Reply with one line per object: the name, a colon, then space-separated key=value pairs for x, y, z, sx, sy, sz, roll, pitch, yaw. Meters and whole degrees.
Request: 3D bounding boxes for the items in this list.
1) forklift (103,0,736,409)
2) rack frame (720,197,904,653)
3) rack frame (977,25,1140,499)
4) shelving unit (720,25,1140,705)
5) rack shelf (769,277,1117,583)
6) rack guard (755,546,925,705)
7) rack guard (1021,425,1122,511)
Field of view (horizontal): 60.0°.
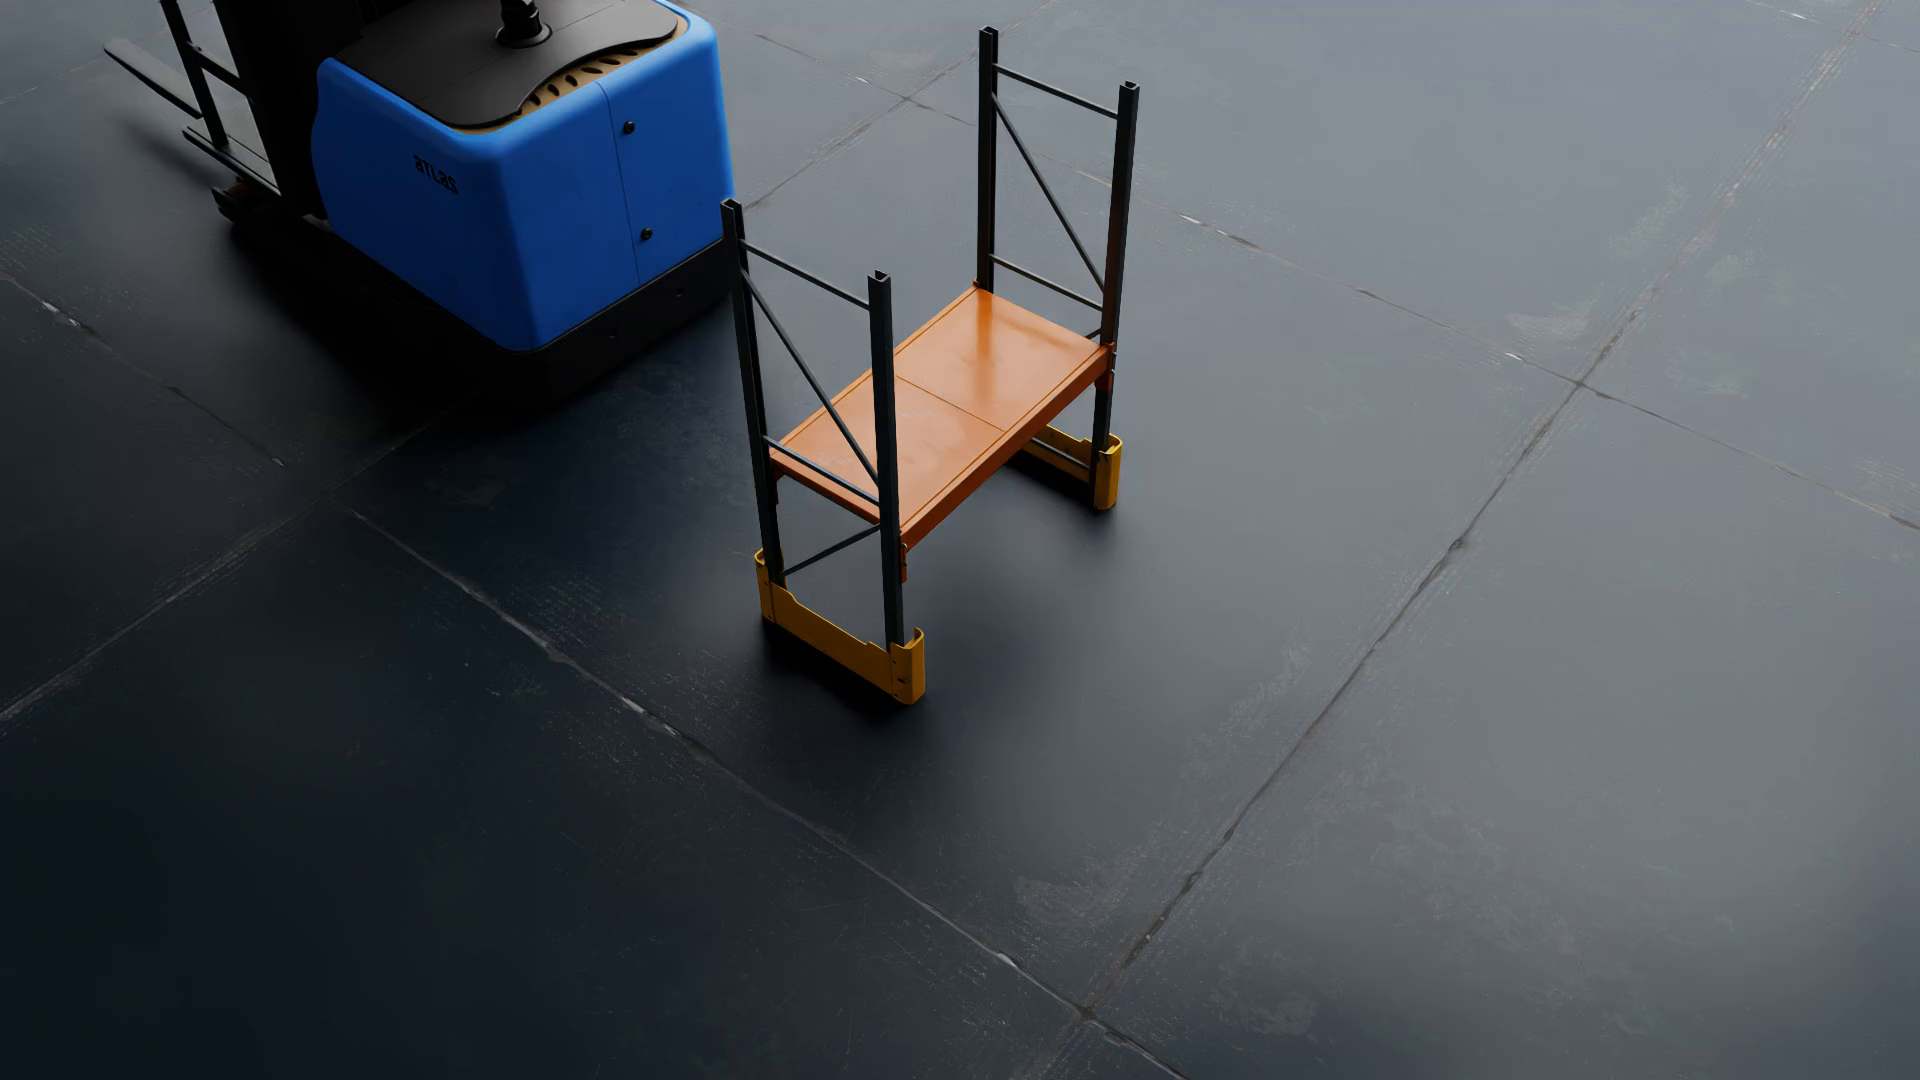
forklift: x=-2.210 y=-2.376 z=5.493 sx=3.031 sy=2.935 sz=1.130 roll=33 pitch=54 yaw=27
rack frame: x=-0.363 y=-0.178 z=4.383 sx=0.500 sy=1.500 sz=0.032 roll=29 pitch=53 yaw=25
rack frame: x=0.259 y=-0.760 z=4.939 sx=0.500 sy=1.500 sz=0.032 roll=29 pitch=53 yaw=25
shelving unit: x=-0.047 y=-0.474 z=4.666 sx=0.587 sy=1.500 sz=1.083 roll=29 pitch=53 yaw=25
rack shelf: x=-0.052 y=-0.345 z=4.791 sx=0.538 sy=0.185 sz=1.000 roll=29 pitch=53 yaw=25
rack guard: x=-0.351 y=0.242 z=4.846 sx=0.587 sy=0.250 sz=0.087 roll=29 pitch=53 yaw=25
rack guard: x=0.258 y=-0.328 z=5.390 sx=0.587 sy=0.250 sz=0.087 roll=29 pitch=53 yaw=25
